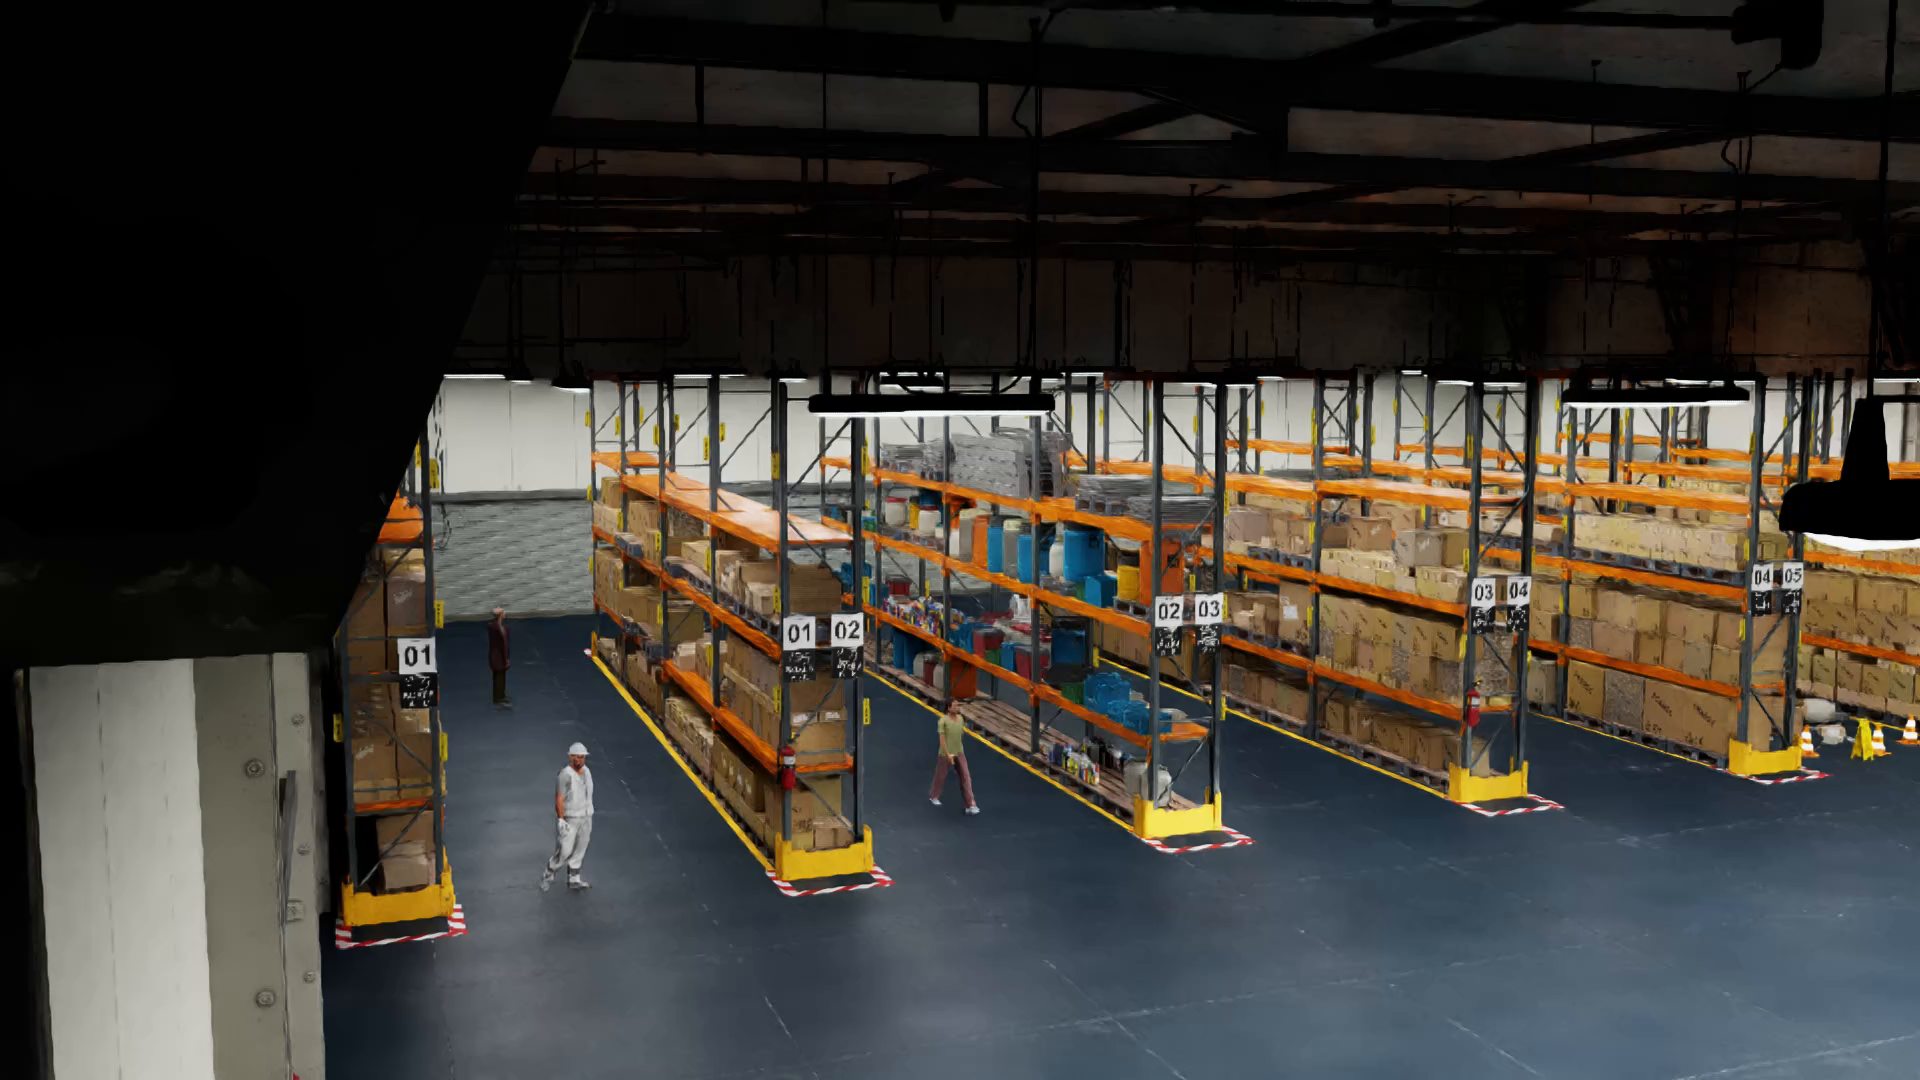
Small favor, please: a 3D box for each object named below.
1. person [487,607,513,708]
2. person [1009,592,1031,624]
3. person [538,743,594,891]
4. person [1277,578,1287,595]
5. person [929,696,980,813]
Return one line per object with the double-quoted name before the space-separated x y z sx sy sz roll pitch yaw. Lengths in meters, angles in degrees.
"person" -8.244 2.090 29.938 0.522 1.787 0.652 -6 8 -41
"person" 1.284 1.676 34.020 0.566 1.706 1.122 -2 7 -18
"person" -4.617 3.263 19.568 0.530 1.777 0.715 4 7 31
"person" 6.782 1.650 34.280 0.589 1.723 0.450 5 8 40
"person" -0.115 3.009 23.042 0.446 1.490 1.016 -3 7 -28
